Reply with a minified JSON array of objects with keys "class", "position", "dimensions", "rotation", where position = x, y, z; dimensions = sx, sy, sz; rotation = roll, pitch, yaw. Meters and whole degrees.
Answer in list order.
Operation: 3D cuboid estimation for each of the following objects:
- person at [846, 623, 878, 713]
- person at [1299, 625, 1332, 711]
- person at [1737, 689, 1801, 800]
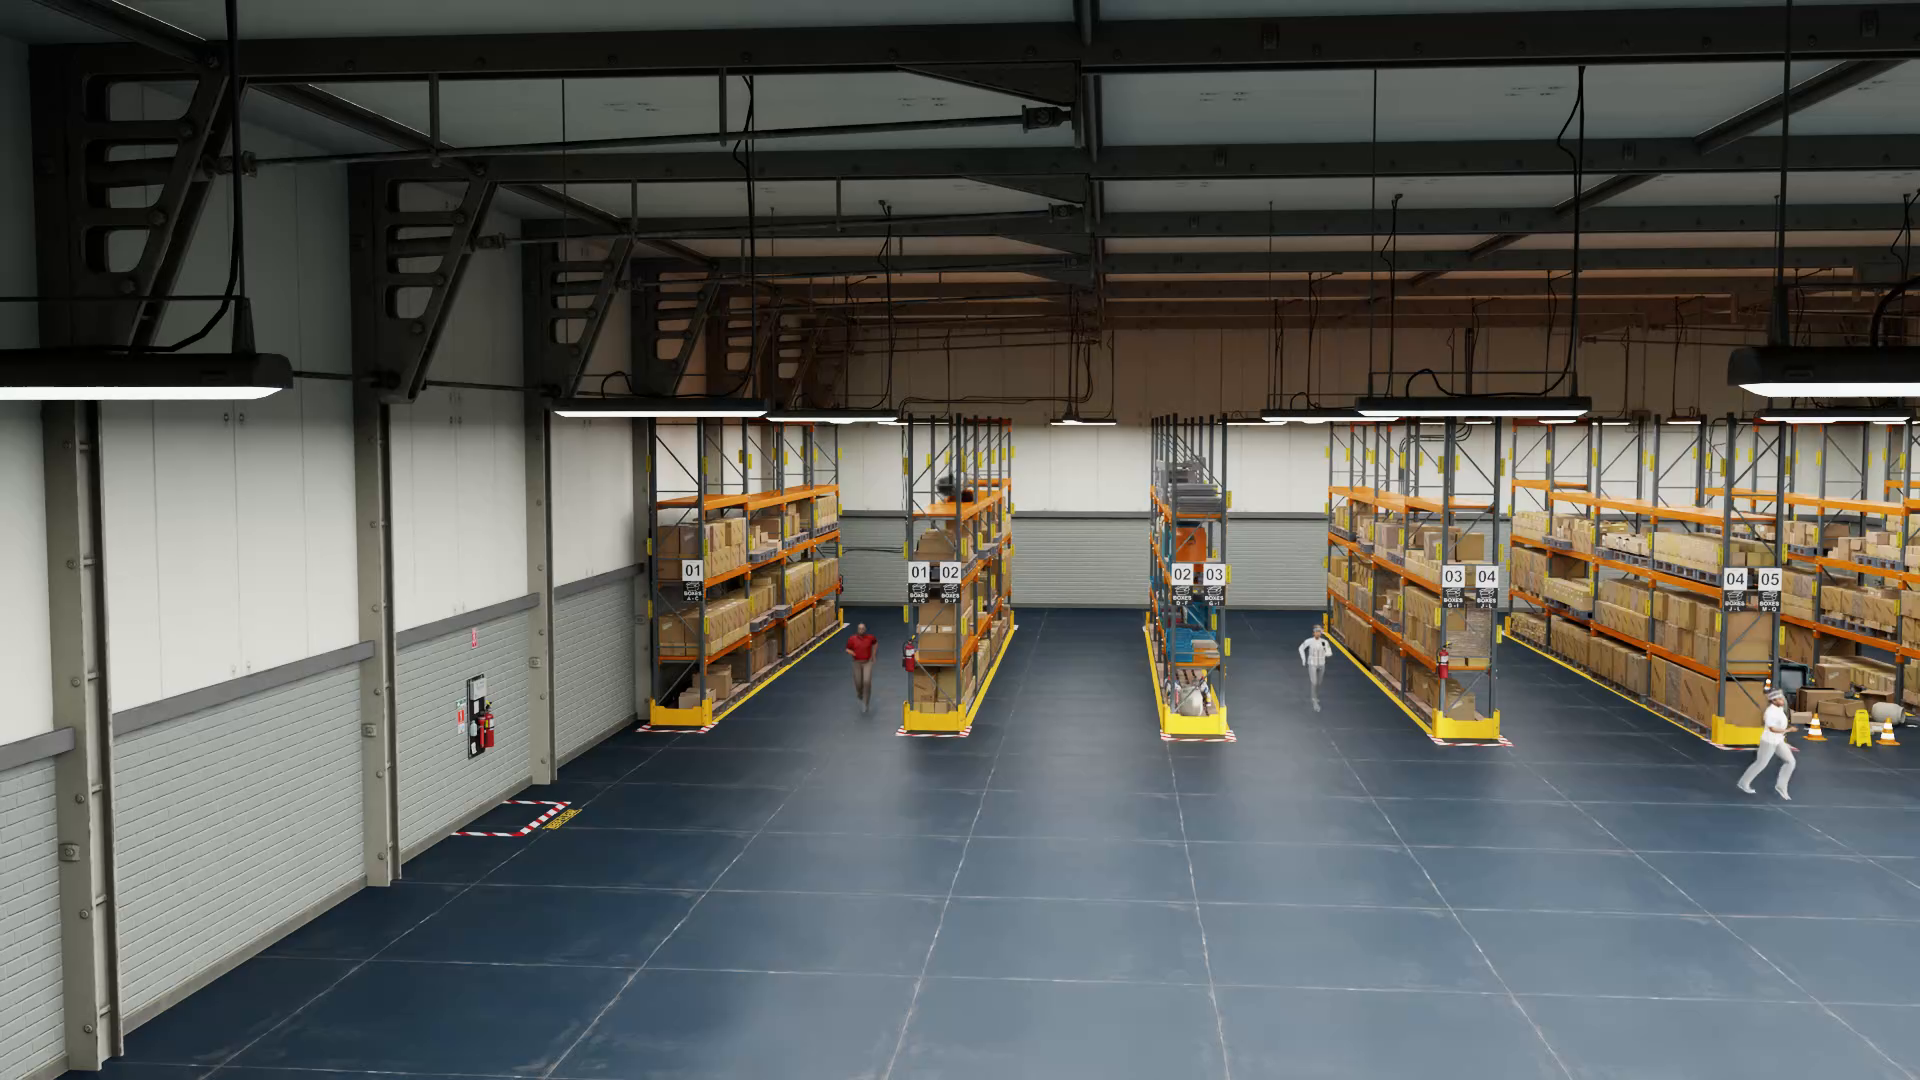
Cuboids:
[{"class":"person","position":[-1.986,2.545,33.554],"dimensions":[0.608,1.767,0.907],"rotation":[0,4,4]},{"class":"person","position":[7.262,2.572,33.878],"dimensions":[0.599,1.708,0.878],"rotation":[0,4,-6]},{"class":"person","position":[12.553,3.150,25.731],"dimensions":[0.586,1.736,0.880],"rotation":[-4,5,-42]}]
